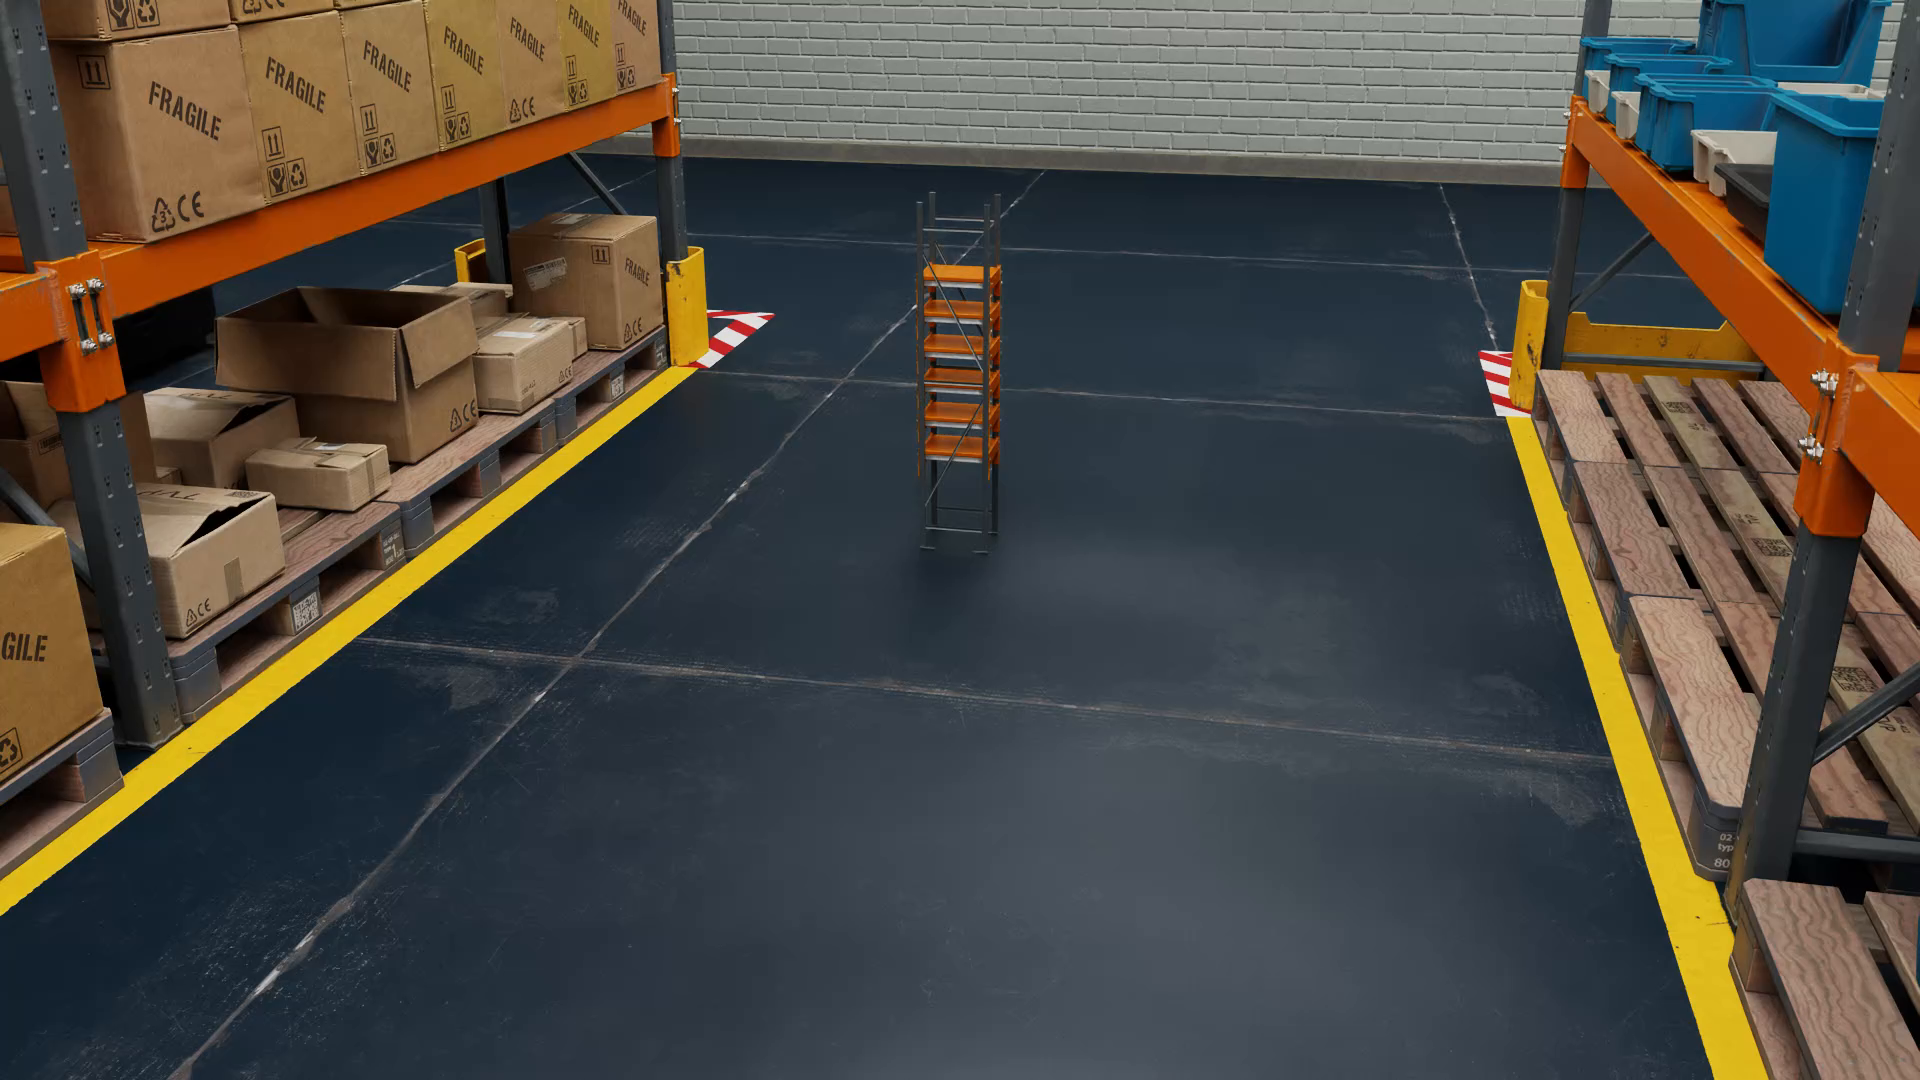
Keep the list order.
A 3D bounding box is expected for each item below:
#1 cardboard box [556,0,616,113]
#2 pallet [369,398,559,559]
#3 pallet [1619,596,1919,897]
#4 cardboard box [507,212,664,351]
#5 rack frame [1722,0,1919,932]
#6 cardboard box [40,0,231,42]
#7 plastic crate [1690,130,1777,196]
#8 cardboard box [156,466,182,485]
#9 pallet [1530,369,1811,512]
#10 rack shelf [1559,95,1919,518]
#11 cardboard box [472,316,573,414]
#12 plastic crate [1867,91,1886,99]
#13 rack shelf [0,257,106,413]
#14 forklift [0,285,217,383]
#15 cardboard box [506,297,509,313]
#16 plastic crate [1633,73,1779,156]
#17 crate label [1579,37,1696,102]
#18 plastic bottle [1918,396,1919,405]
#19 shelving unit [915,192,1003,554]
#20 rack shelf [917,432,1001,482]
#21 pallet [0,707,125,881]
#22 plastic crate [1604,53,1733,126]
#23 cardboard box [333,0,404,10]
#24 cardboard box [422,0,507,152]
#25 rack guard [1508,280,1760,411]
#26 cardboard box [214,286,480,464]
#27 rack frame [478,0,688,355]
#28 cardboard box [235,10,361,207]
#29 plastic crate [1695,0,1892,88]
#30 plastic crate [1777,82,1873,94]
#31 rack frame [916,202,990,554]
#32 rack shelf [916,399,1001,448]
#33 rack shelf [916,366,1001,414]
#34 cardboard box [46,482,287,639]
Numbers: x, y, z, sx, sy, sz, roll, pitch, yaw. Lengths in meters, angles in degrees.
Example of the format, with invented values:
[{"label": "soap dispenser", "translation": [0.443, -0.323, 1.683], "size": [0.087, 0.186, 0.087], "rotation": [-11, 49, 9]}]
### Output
[{"label": "cardboard box", "translation": [-1.738, -2.020, 6.720], "size": [0.500, 0.500, 0.500], "rotation": [5, 22, 11]}, {"label": "pallet", "translation": [-2.239, -0.290, 6.292], "size": [1.003, 0.211, 1.213], "rotation": [4, 22, 11]}, {"label": "pallet", "translation": [2.333, 0.515, 4.291], "size": [1.003, 0.211, 1.213], "rotation": [4, 22, 11]}, {"label": "cardboard box", "translation": [-1.681, -1.175, 7.513], "size": [0.500, 0.500, 0.500], "rotation": [4, 22, 11]}, {"label": "rack frame", "translation": [2.221, -0.506, 3.095], "size": [1.000, 3.000, 0.127], "rotation": [4, 22, 11]}, {"label": "cardboard box", "translation": [-2.256, -1.546, 4.206], "size": [0.500, 0.500, 0.500], "rotation": [5, 22, 12]}, {"label": "plastic crate", "translation": [2.282, -1.072, 4.772], "size": [0.293, 0.136, 0.466], "rotation": [4, 22, 11]}, {"label": "cardboard box", "translation": [-2.771, -0.139, 5.410], "size": [0.380, 0.149, 0.250], "rotation": [4, 22, 11]}, {"label": "pallet", "translation": [2.831, -0.377, 6.507], "size": [1.003, 0.211, 1.213], "rotation": [4, 22, 11]}, {"label": "rack shelf", "translation": [2.629, -0.904, 5.046], "size": [1.077, 0.370, 4.000], "rotation": [4, 22, 11]}, {"label": "cardboard box", "translation": [-1.904, -0.714, 6.703], "size": [0.500, 0.250, 0.500], "rotation": [4, 22, 11]}, {"label": "plastic crate", "translation": [2.713, -1.024, 4.458], "size": [0.437, 0.282, 0.530], "rotation": [4, 22, 11]}, {"label": "rack shelf", "translation": [-3.035, 0.180, 2.355], "size": [1.077, 0.370, 4.000], "rotation": [4, 22, 11]}, {"label": "forklift", "translation": [-4.500, -1.851, 6.525], "size": [1.130, 2.935, 3.031], "rotation": [5, 22, 12]}, {"label": "cardboard box", "translation": [-2.284, -1.020, 7.574], "size": [0.380, 0.166, 0.250], "rotation": [4, 22, 11]}, {"label": "plastic crate", "translation": [2.396, -1.373, 5.390], "size": [0.416, 0.233, 0.300], "rotation": [4, 22, 11]}, {"label": "crate label", "translation": [2.665, -1.854, 6.586], "size": [0.416, 0.233, 0.303], "rotation": [4, 22, 11]}, {"label": "plastic bottle", "translation": [1.729, -0.351, 2.865], "size": [0.061, 0.283, 0.133], "rotation": [4, 22, 11]}, {"label": "shelving unit", "translation": [-0.003, -0.551, 5.616], "size": [0.258, 1.200, 0.189], "rotation": [4, 22, 11]}, {"label": "rack shelf", "translation": [-0.003, -0.287, 5.723], "size": [0.258, 0.103, 0.180], "rotation": [4, 22, 11]}, {"label": "pallet", "translation": [-2.756, 0.709, 3.812], "size": [1.003, 0.211, 1.213], "rotation": [4, 22, 11]}, {"label": "plastic crate", "translation": [2.530, -1.613, 5.988], "size": [0.416, 0.233, 0.300], "rotation": [4, 22, 11]}, {"label": "cardboard box", "translation": [-2.045, -1.923, 5.141], "size": [0.500, 0.500, 0.500], "rotation": [4, 22, 9]}, {"label": "cardboard box", "translation": [-1.948, -1.654, 5.810], "size": [0.500, 0.500, 0.500], "rotation": [4, 22, 10]}, {"label": "rack guard", "translation": [3.030, -0.819, 7.219], "size": [1.175, 0.500, 0.348], "rotation": [4, 22, 11]}, {"label": "cardboard box", "translation": [-2.249, -0.619, 6.128], "size": [0.797, 0.503, 0.637], "rotation": [4, 22, 11]}, {"label": "rack frame", "translation": [-1.811, -2.348, 7.669], "size": [1.000, 3.000, 0.127], "rotation": [4, 22, 11]}, {"label": "cardboard box", "translation": [-2.155, -1.285, 4.894], "size": [0.500, 0.500, 0.500], "rotation": [5, 22, 12]}, {"label": "plastic crate", "translation": [3.152, -1.877, 6.370], "size": [0.616, 0.435, 0.499], "rotation": [4, 22, 11]}, {"label": "plastic crate", "translation": [3.048, -1.563, 5.991], "size": [0.396, 0.136, 0.243], "rotation": [4, 22, 11]}, {"label": "rack frame", "translation": [-0.022, -0.518, 5.533], "size": [0.240, 1.200, 0.006], "rotation": [4, 22, 11]}, {"label": "rack shelf", "translation": [-0.003, -0.399, 5.678], "size": [0.258, 0.103, 0.180], "rotation": [4, 22, 11]}, {"label": "rack shelf", "translation": [-0.003, -0.510, 5.633], "size": [0.258, 0.103, 0.180], "rotation": [4, 22, 11]}, {"label": "cardboard box", "translation": [-2.330, 0.021, 4.797], "size": [0.500, 0.311, 0.500], "rotation": [4, 22, 11]}]
